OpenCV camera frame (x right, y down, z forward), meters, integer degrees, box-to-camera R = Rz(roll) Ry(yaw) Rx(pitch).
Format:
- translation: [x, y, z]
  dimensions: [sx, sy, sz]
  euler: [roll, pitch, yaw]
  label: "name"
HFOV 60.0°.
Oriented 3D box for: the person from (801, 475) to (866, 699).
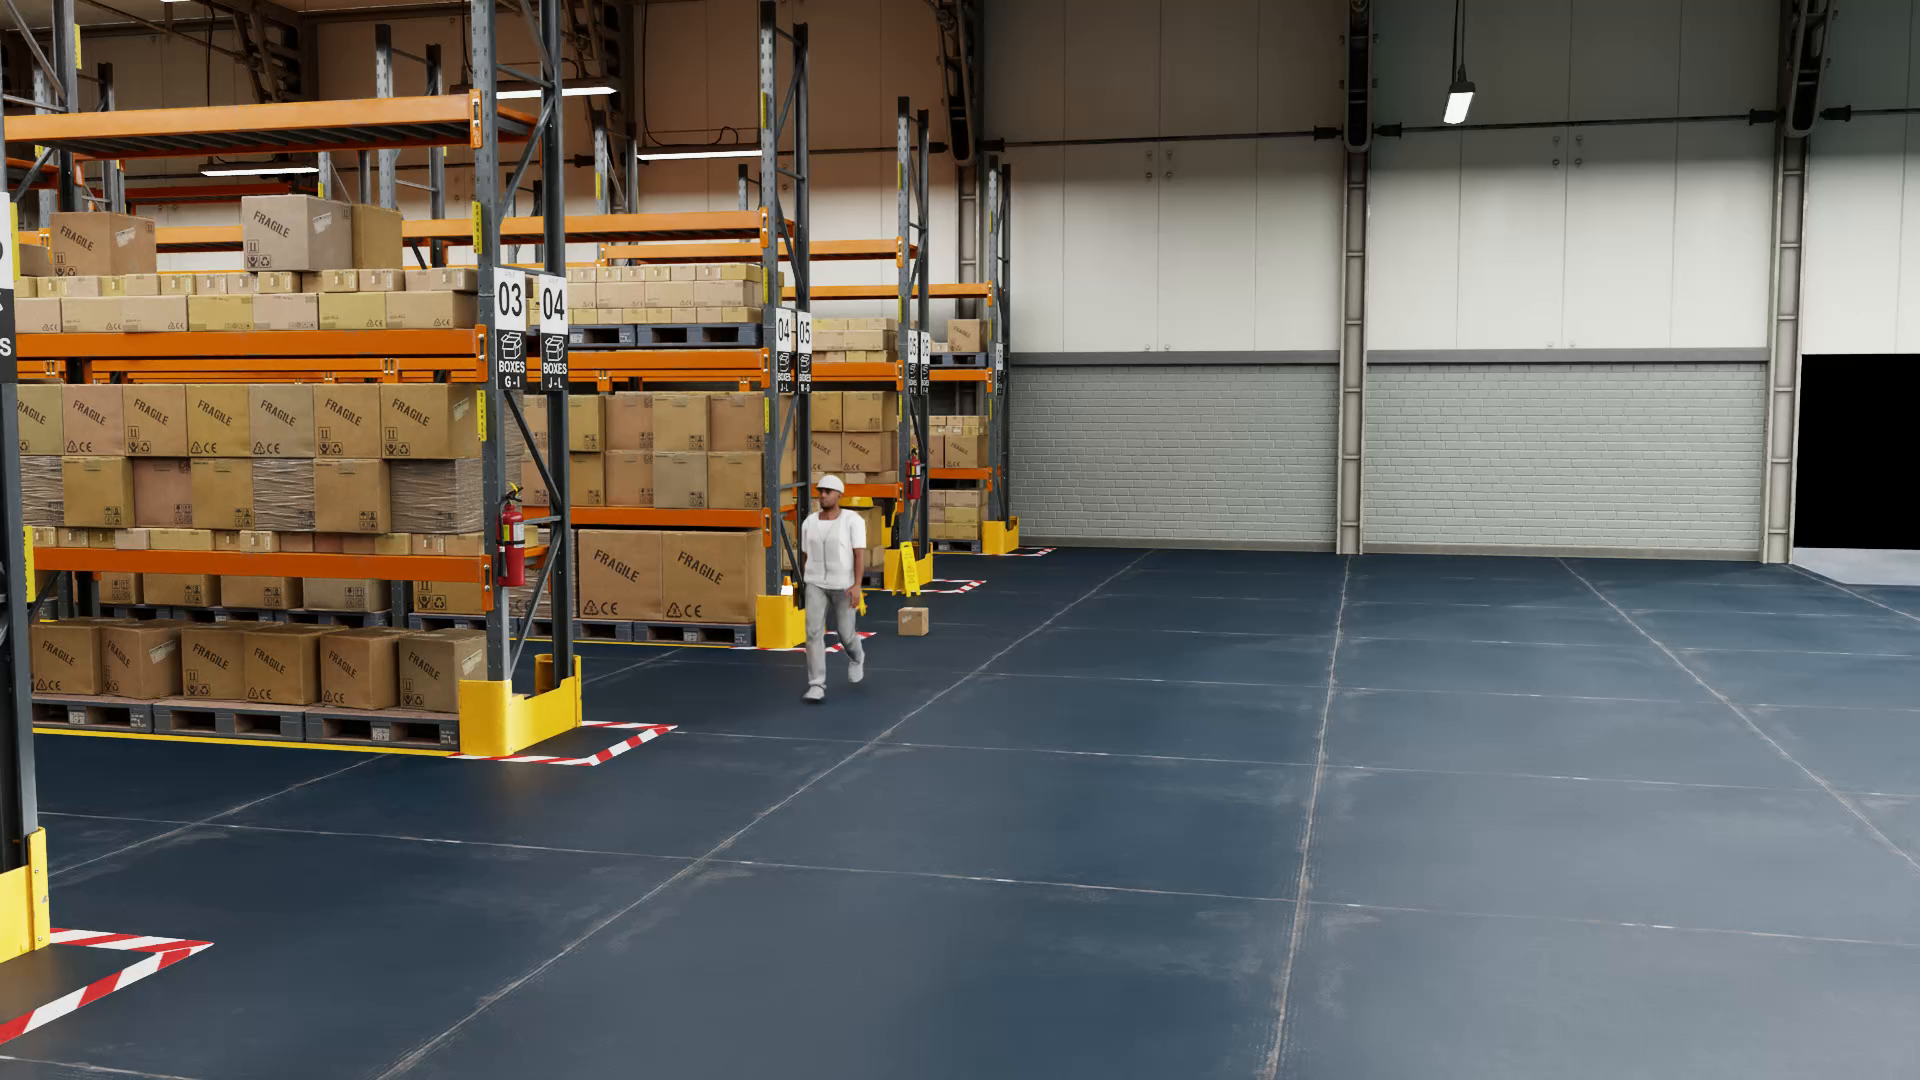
- translation: [-1.005, 0.356, 13.111]
  dimensions: [0.553, 1.740, 0.894]
  euler: [1, 5, 11]
  label: "person"
